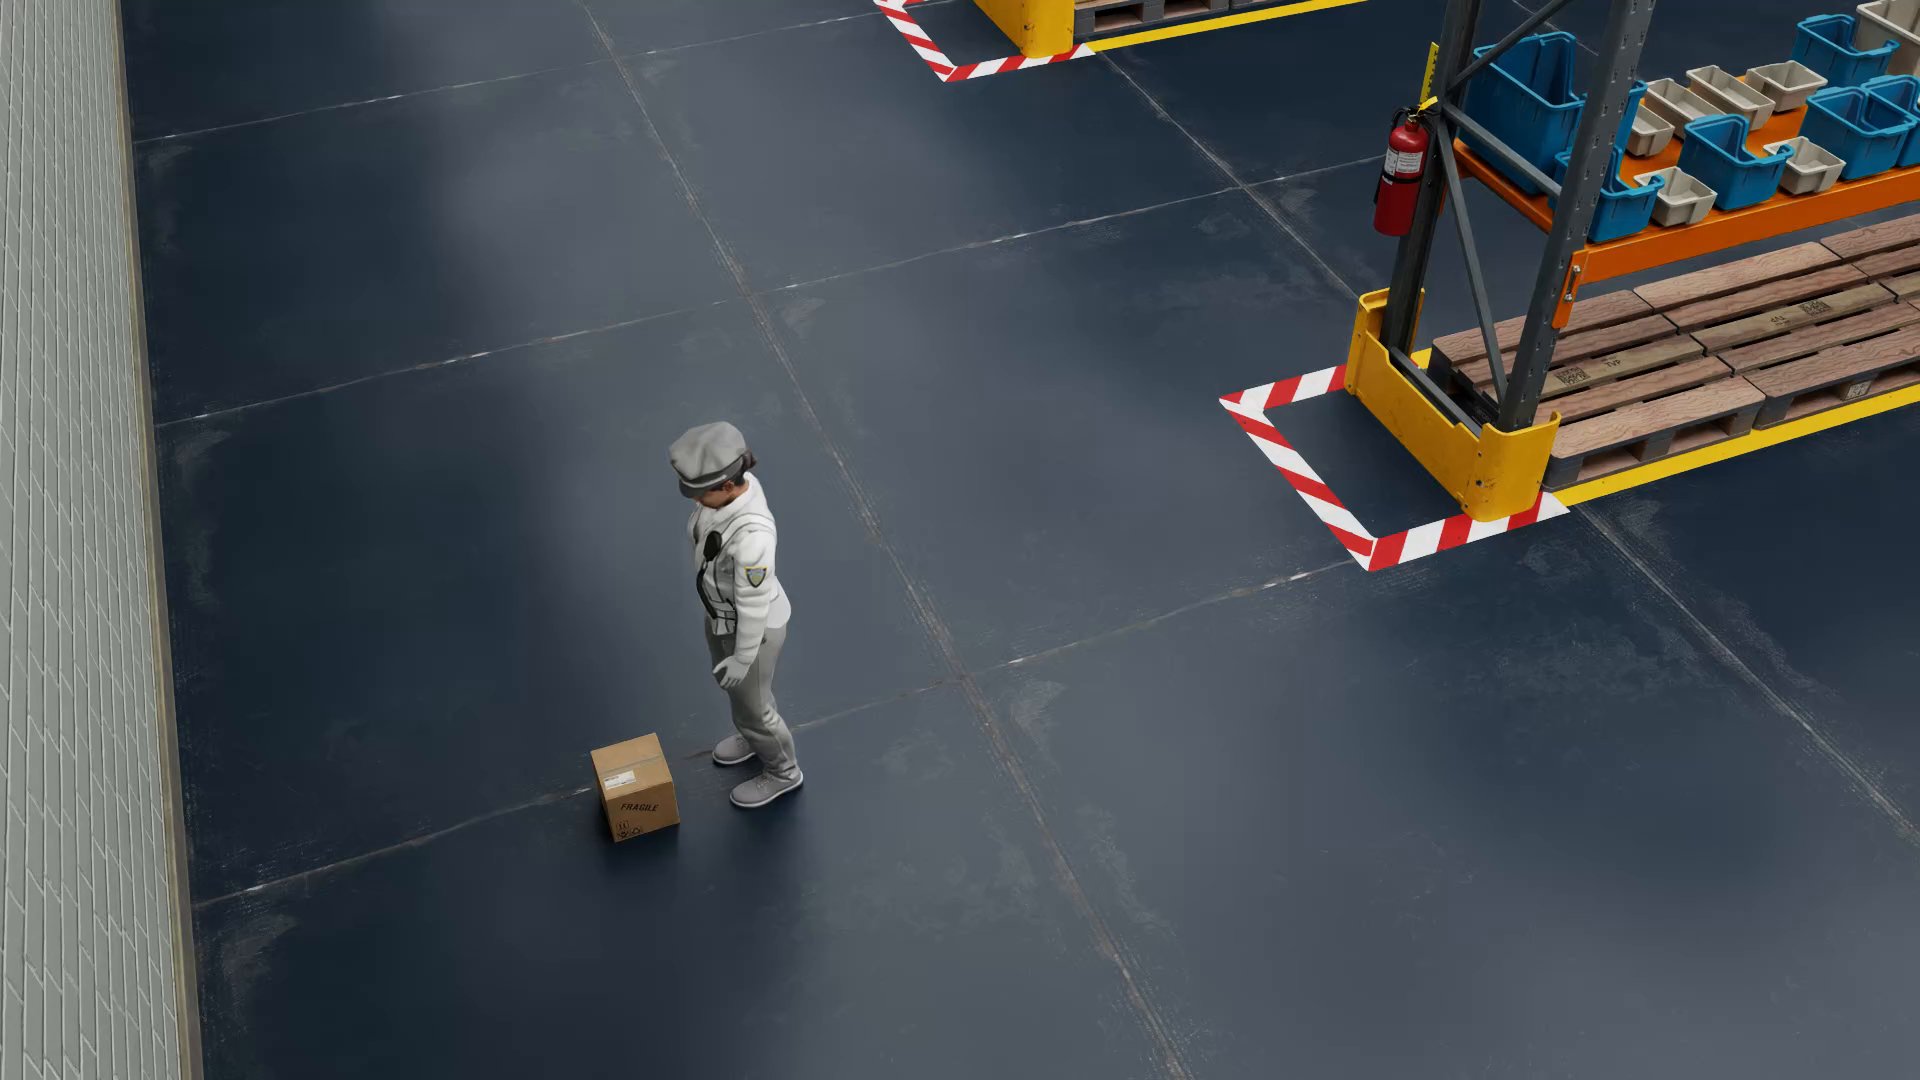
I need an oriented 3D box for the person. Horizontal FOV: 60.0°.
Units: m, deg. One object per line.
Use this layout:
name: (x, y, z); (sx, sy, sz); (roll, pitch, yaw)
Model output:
person: (-0.765, 0.292, 5.846); (0.338, 1.659, 0.476); (-15, 44, -16)
